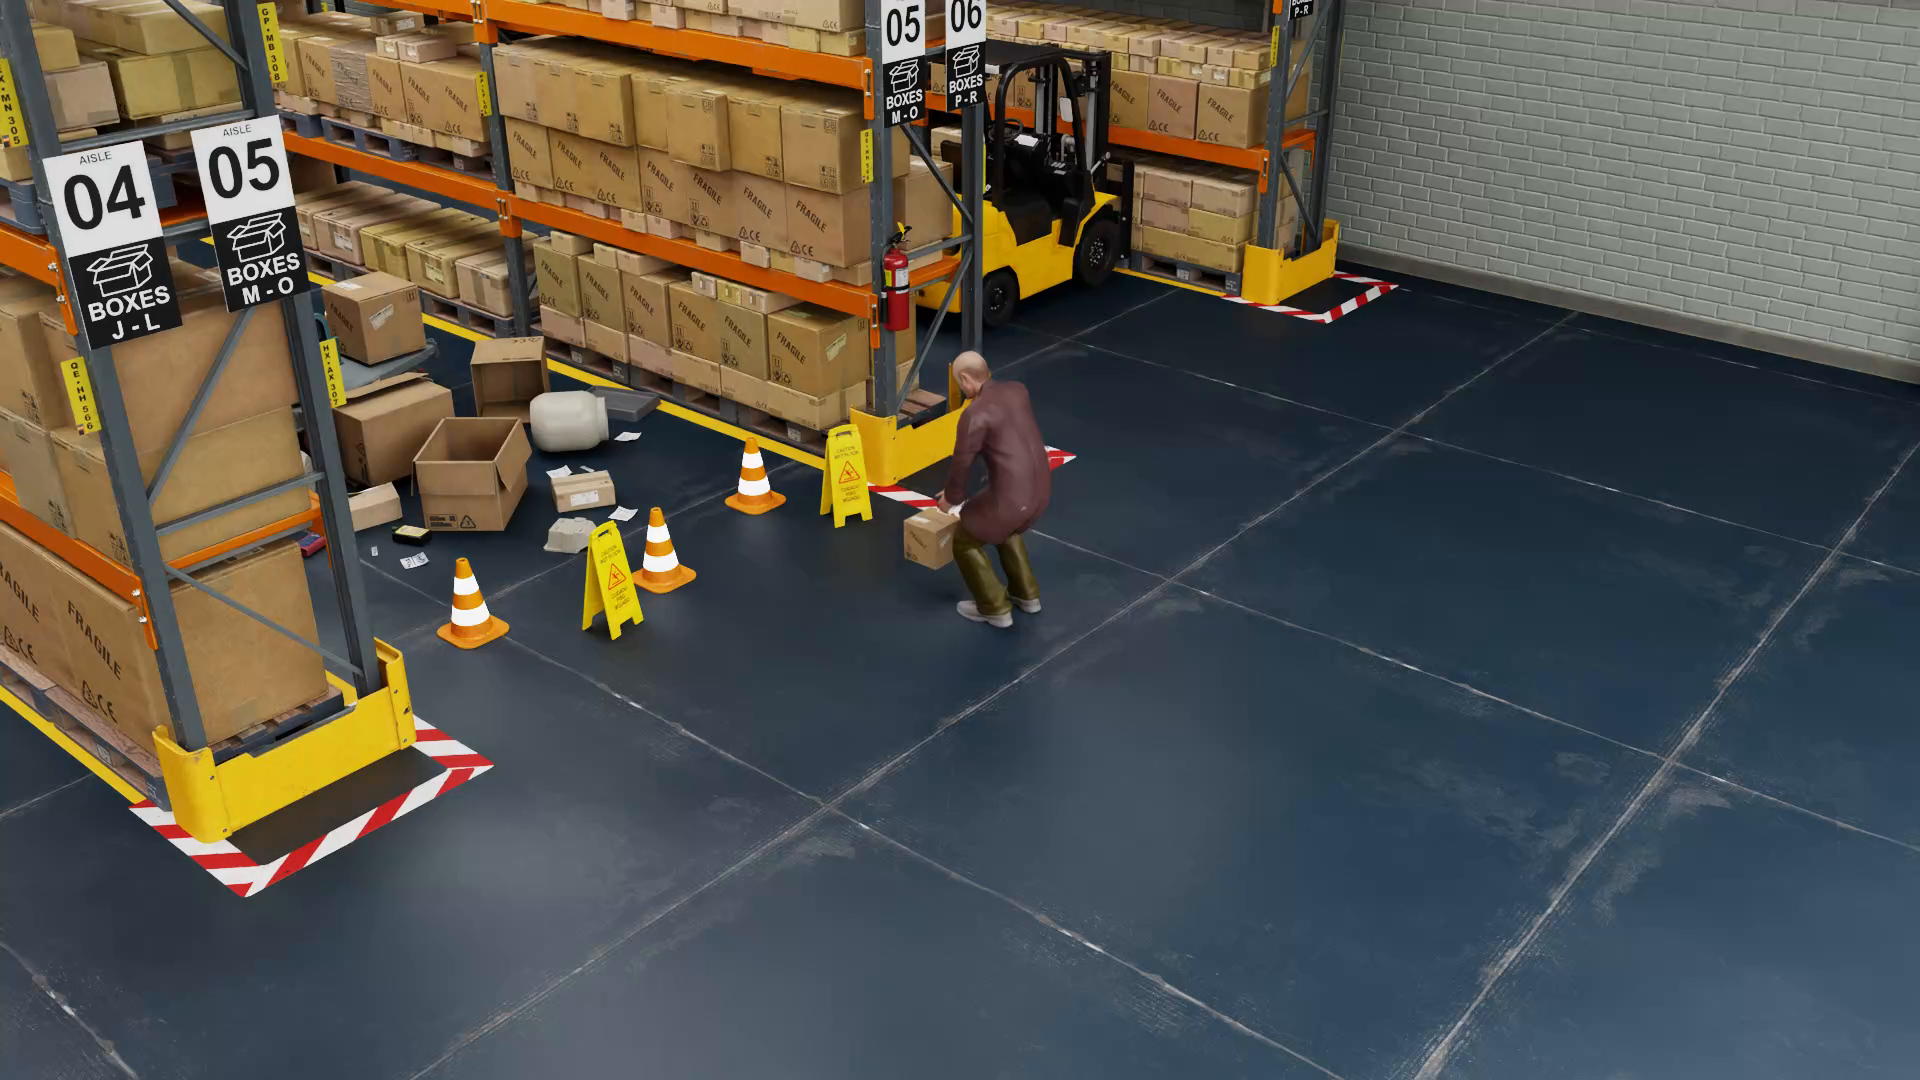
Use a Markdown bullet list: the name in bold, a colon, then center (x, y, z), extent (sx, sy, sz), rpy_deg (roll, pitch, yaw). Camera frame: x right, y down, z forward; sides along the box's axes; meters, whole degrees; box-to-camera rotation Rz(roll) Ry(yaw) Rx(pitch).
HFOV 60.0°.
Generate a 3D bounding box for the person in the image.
- **person**: center (0.208, -0.274, 9.395), extent (0.588, 1.582, 0.623), rpy_deg (21, 34, 35)
